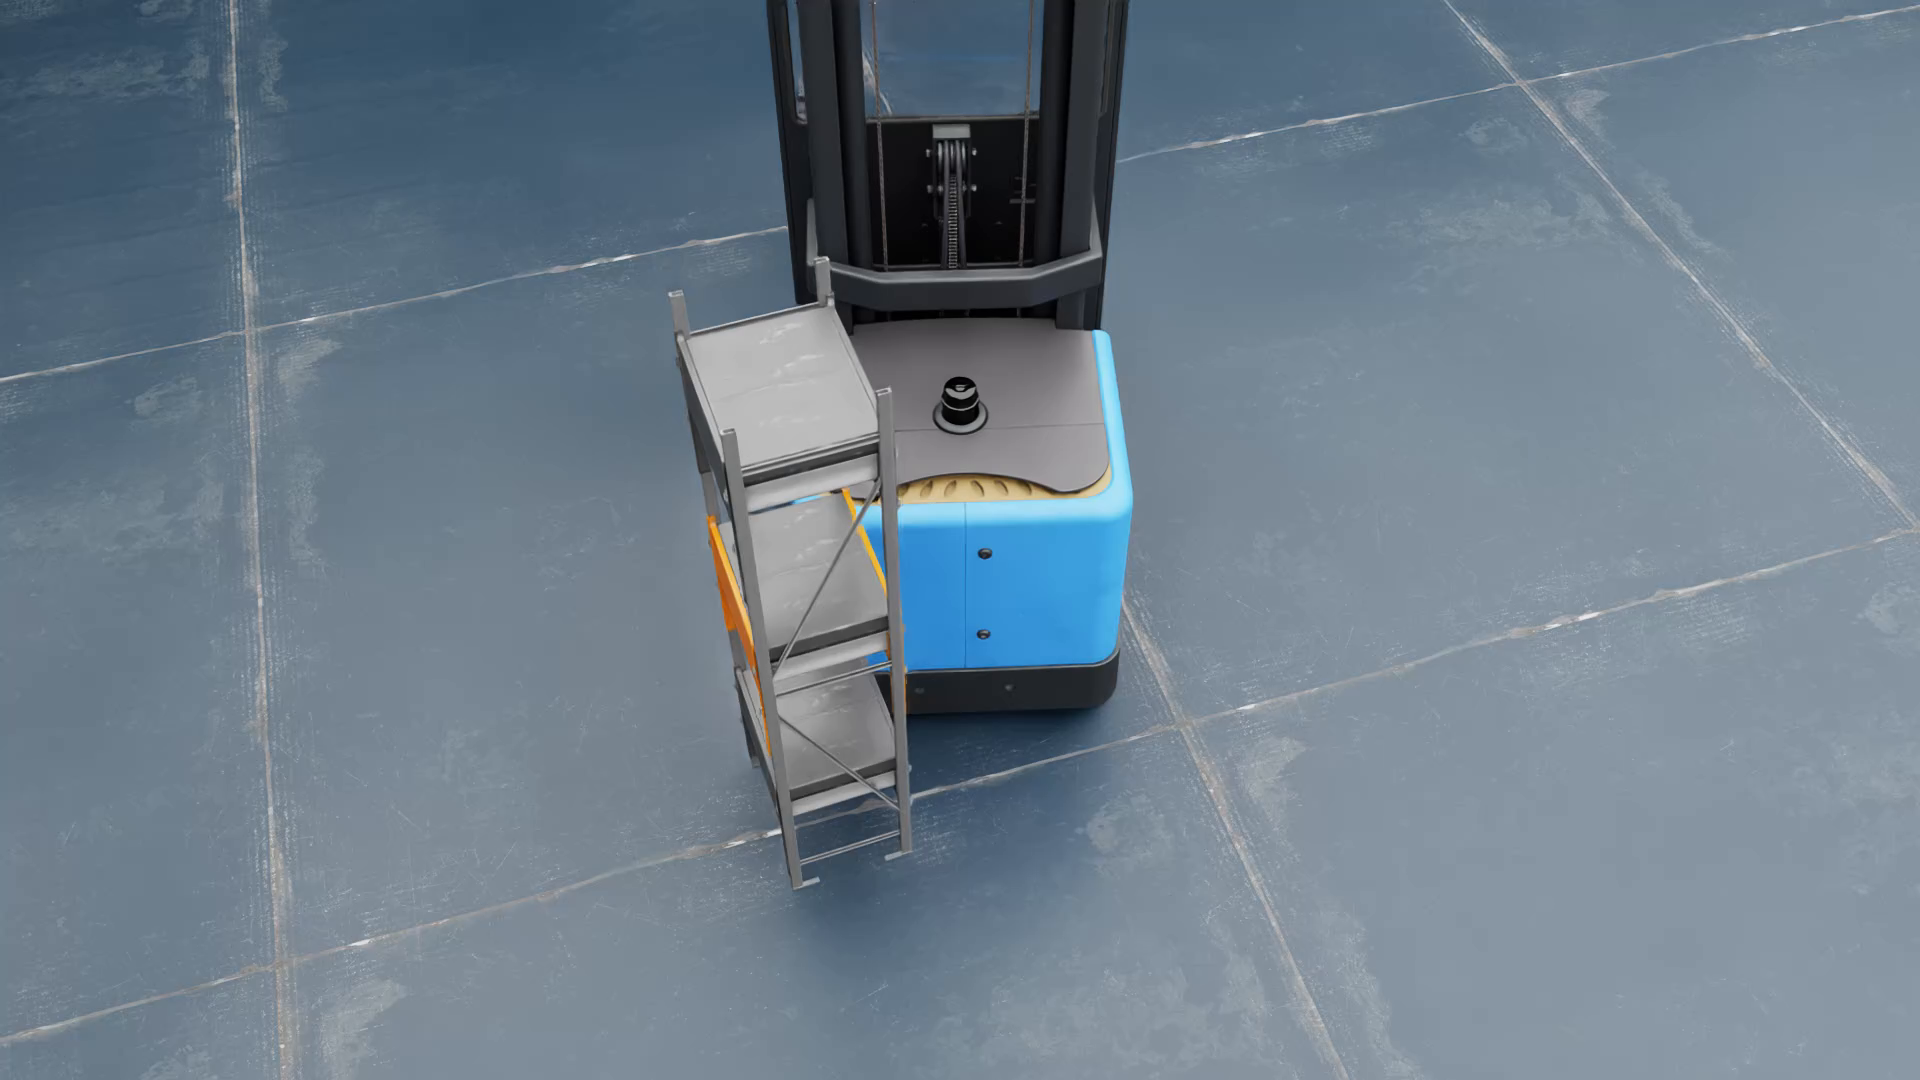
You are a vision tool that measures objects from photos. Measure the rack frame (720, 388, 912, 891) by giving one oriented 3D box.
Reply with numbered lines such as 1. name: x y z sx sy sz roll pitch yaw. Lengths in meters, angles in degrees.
1. rack frame: -0.346 0.386 4.551 0.400 2.100 0.015 -15 52 -13

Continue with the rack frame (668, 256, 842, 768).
1. rack frame: -0.512 0.035 4.847 0.400 2.100 0.015 -15 52 -13

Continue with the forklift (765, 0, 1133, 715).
1. forklift: -0.048 -1.469 5.571 1.130 2.935 3.031 -2 50 -2

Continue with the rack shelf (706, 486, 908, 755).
1. rack shelf: -0.429 0.219 4.710 0.431 0.518 0.480 -15 52 -13

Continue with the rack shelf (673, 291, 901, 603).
1. rack shelf: -0.429 -0.232 4.174 0.431 0.518 0.480 -15 52 -13

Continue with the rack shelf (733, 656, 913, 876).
1. rack shelf: -0.429 0.670 5.245 0.431 0.518 0.480 -15 52 -13

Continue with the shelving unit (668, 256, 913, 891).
1. shelving unit: -0.429 0.211 4.699 0.431 2.100 0.503 -15 52 -13
